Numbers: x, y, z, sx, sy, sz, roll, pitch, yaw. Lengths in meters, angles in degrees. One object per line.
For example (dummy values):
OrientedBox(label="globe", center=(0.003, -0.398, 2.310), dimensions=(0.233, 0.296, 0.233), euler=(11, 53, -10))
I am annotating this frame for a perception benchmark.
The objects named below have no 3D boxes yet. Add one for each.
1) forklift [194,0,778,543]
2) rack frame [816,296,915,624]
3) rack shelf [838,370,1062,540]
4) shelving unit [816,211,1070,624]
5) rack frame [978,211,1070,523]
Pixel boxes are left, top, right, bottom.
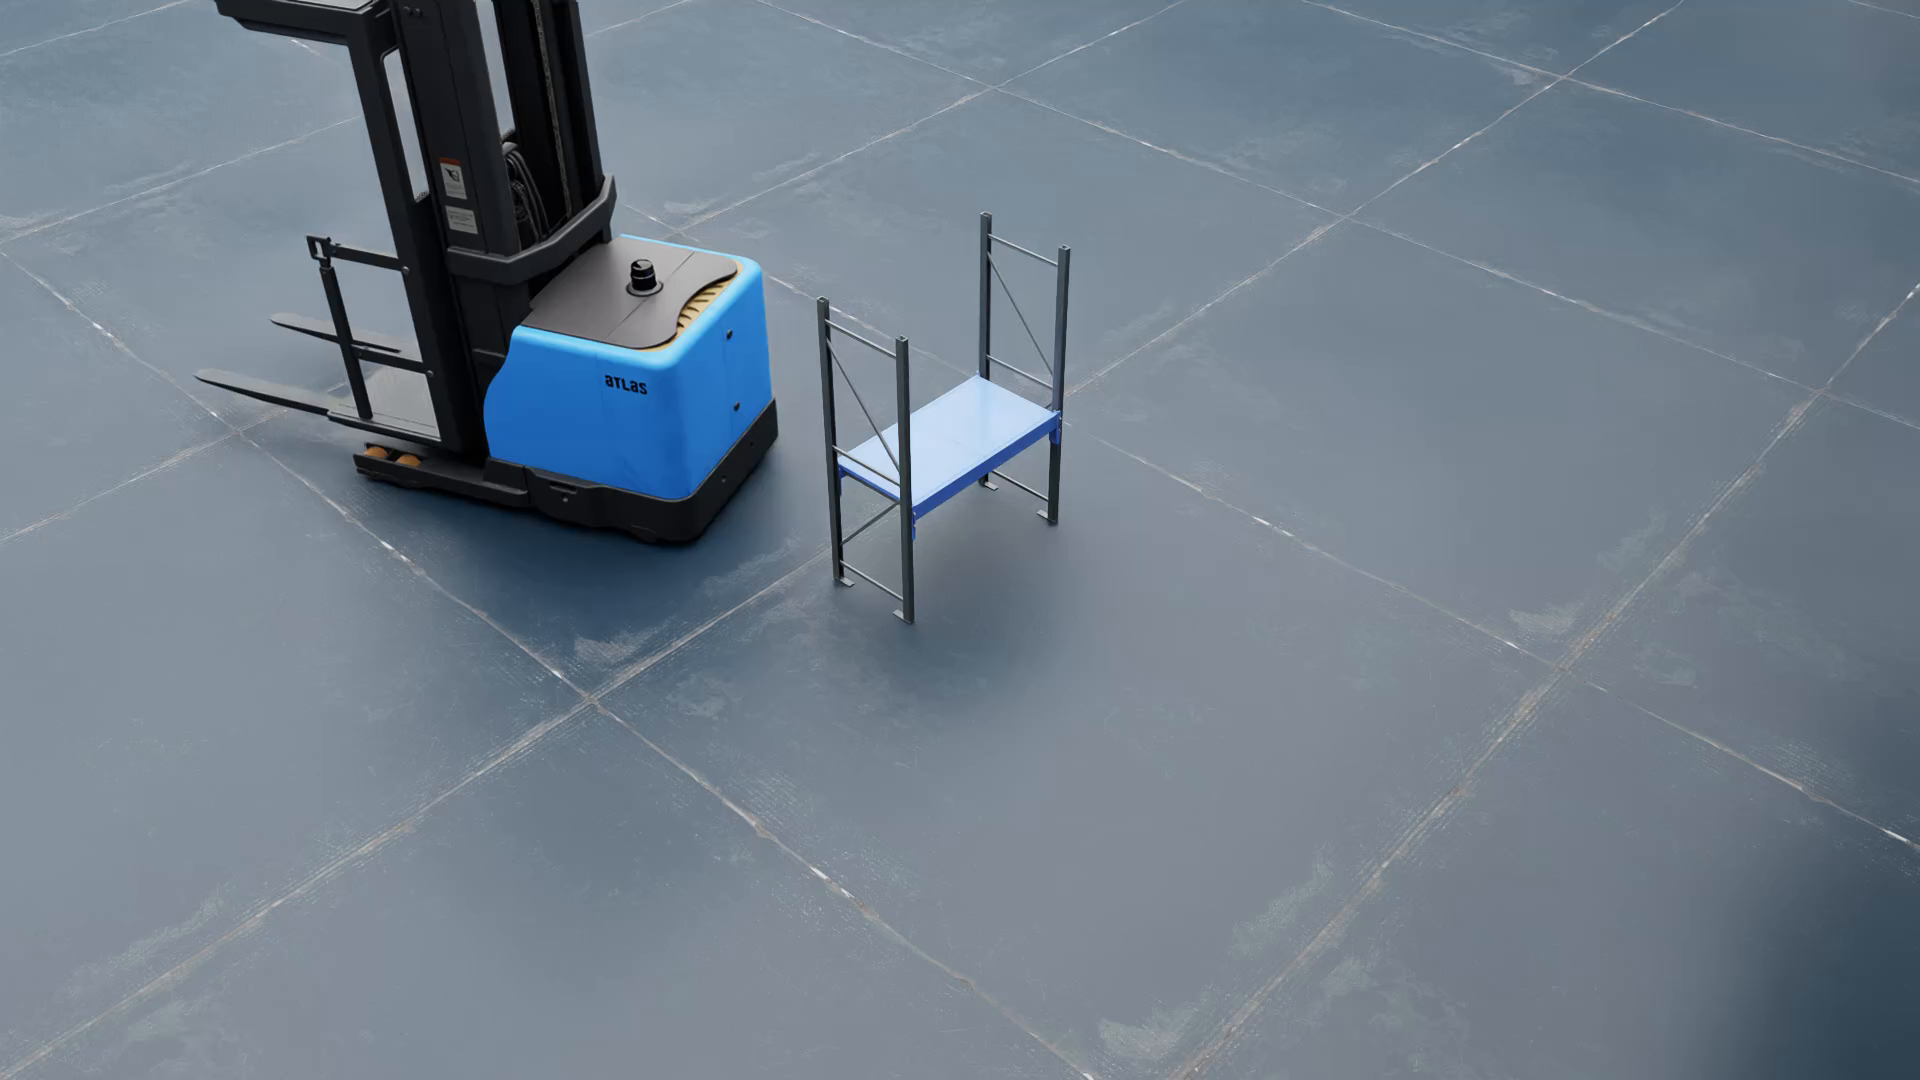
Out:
OrientedBox(label="forklift", center=(-2.510, -1.702, 7.819), dimensions=(3.031, 2.935, 1.130), euler=(13, 40, 16))
OrientedBox(label="rack frame", center=(-0.400, -0.314, 7.224), dimensions=(0.500, 1.500, 0.032), euler=(30, 47, 32))
OrientedBox(label="rack shelf", center=(-0.058, -0.407, 7.629), dimensions=(0.538, 0.185, 1.000), euler=(30, 47, 32))
OrientedBox(label="shelving unit", center=(-0.058, -0.548, 7.517), dimensions=(0.538, 1.500, 1.048), euler=(30, 47, 32))
OrientedBox(label="rack frame", center=(0.285, -0.781, 7.811), dimensions=(0.500, 1.500, 0.032), euler=(30, 47, 32))
